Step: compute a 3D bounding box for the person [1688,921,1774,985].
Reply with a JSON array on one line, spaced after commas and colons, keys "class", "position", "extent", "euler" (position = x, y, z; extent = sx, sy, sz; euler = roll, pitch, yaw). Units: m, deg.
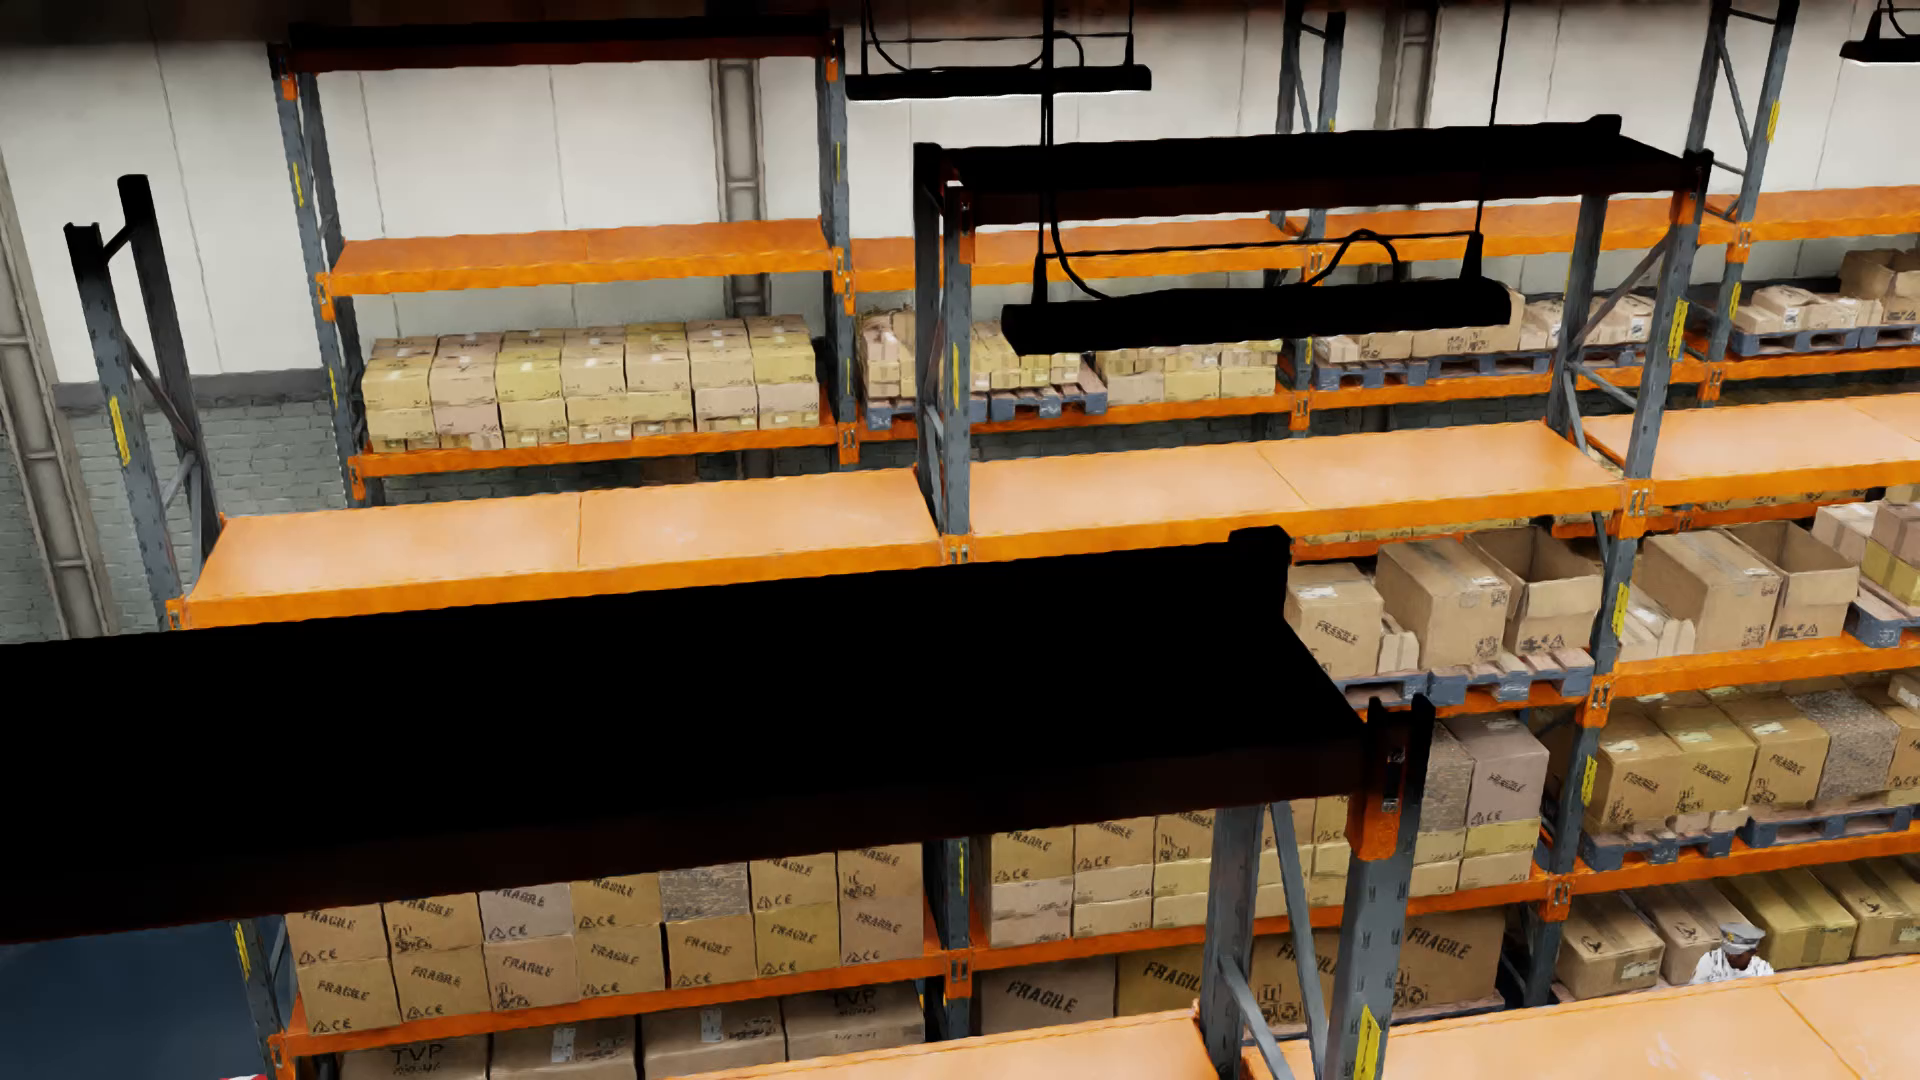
[{"class": "person", "position": [4.605, 3.020, 10.107], "extent": [0.572, 1.663, 0.556], "euler": [6, 26, 12]}]
